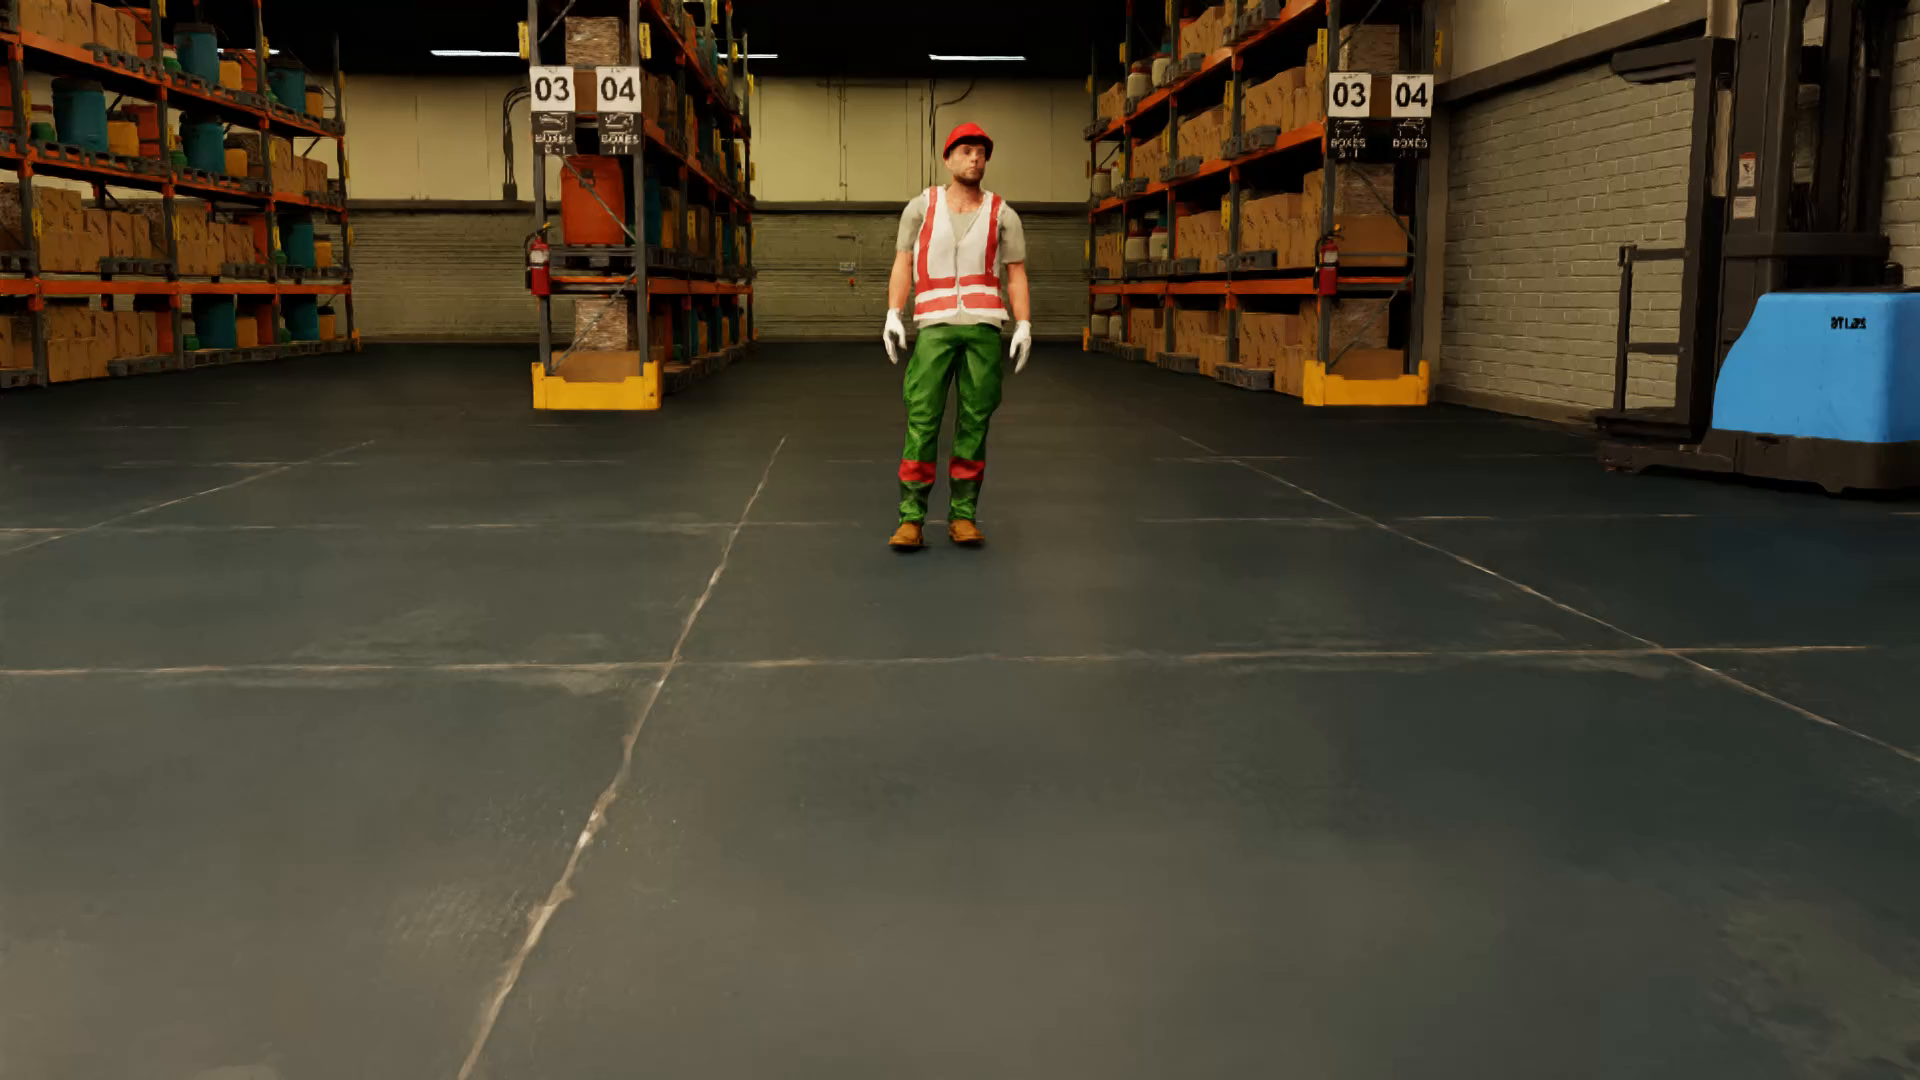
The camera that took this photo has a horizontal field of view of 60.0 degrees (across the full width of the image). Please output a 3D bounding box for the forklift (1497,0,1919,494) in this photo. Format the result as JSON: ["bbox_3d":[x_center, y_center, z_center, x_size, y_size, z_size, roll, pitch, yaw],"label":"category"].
[{"bbox_3d":[4.581,-1.872,9.940,1.130,2.935,3.031,-4,9,-23],"label":"forklift"}]

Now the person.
[{"bbox_3d":[-0.006,-0.880,7.097,0.637,1.787,0.563,-1,8,-4],"label":"person"}]
